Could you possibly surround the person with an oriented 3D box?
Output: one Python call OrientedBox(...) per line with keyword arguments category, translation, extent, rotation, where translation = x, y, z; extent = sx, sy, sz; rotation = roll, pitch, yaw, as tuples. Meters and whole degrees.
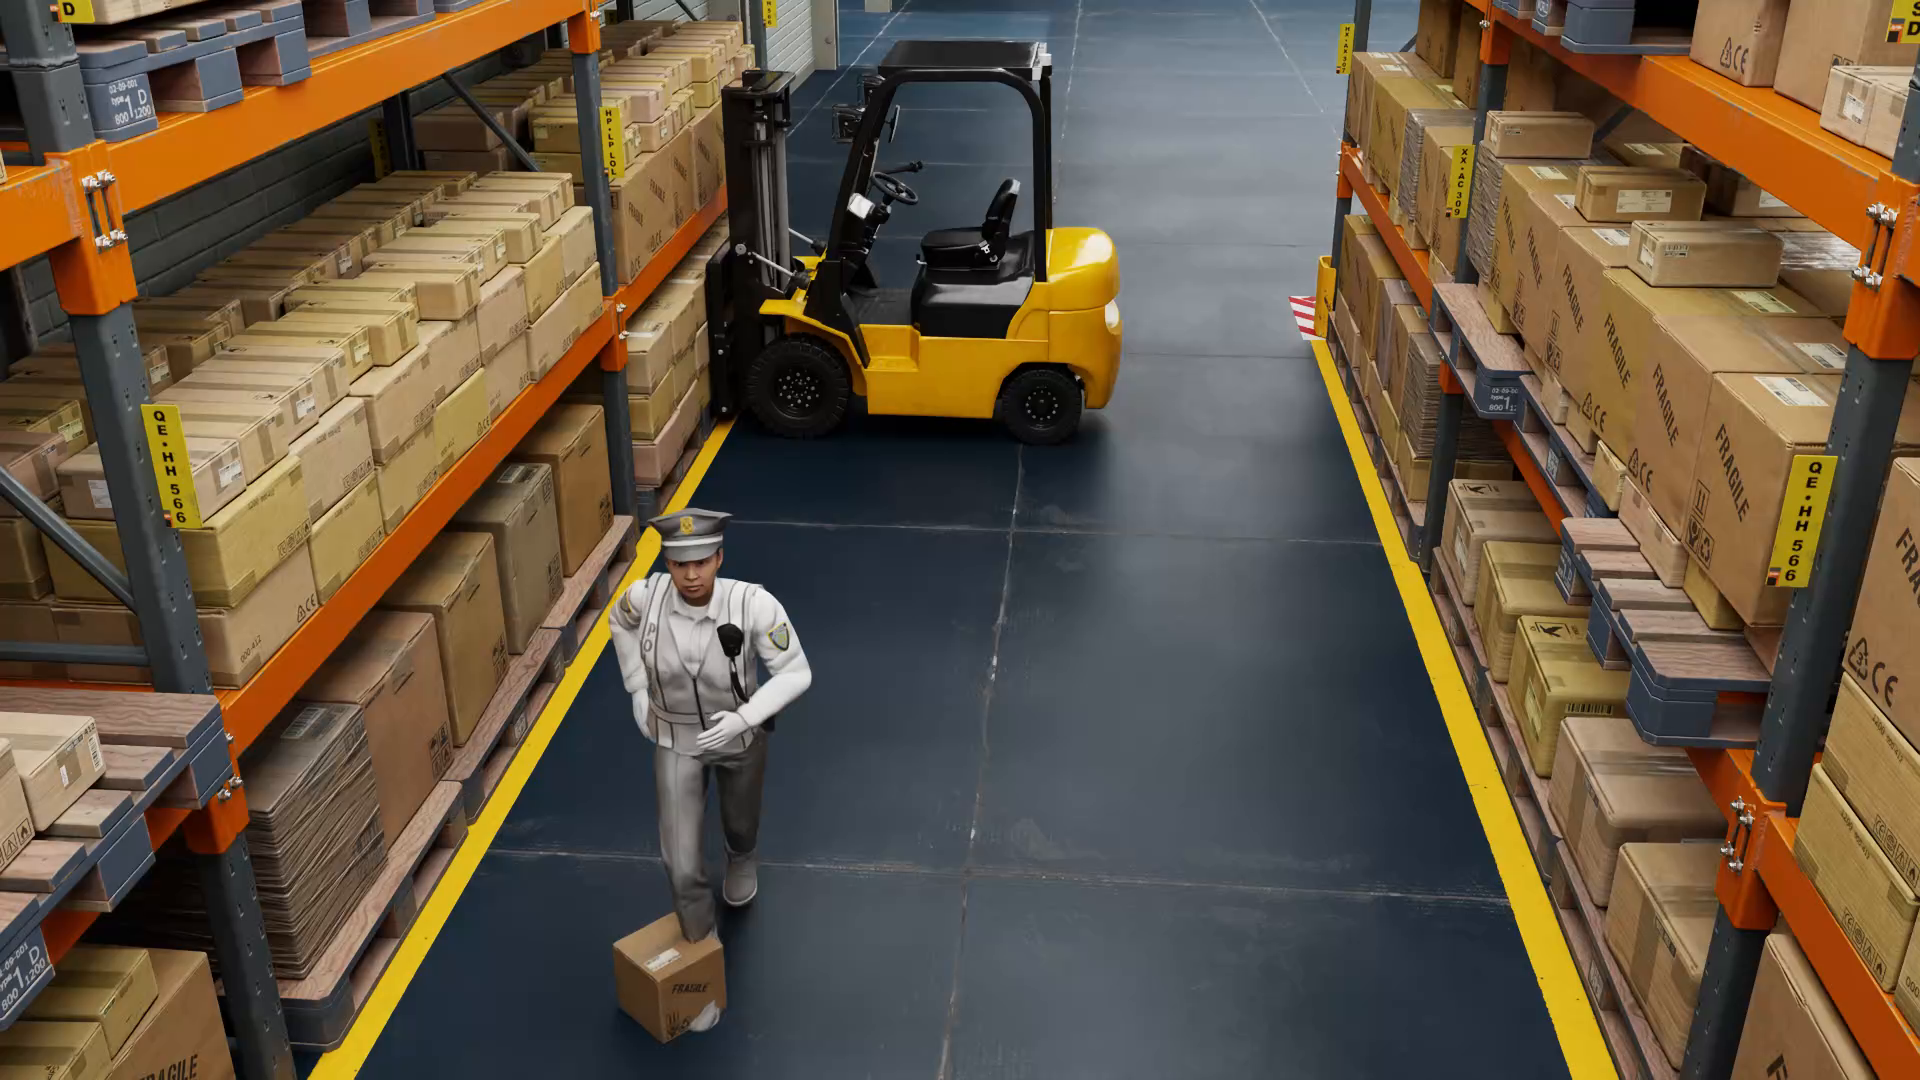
OrientedBox(category="person", translation=(-0.773, 0.618, 5.248), extent=(0.626, 1.727, 0.814), rotation=(-2, 25, -5))
